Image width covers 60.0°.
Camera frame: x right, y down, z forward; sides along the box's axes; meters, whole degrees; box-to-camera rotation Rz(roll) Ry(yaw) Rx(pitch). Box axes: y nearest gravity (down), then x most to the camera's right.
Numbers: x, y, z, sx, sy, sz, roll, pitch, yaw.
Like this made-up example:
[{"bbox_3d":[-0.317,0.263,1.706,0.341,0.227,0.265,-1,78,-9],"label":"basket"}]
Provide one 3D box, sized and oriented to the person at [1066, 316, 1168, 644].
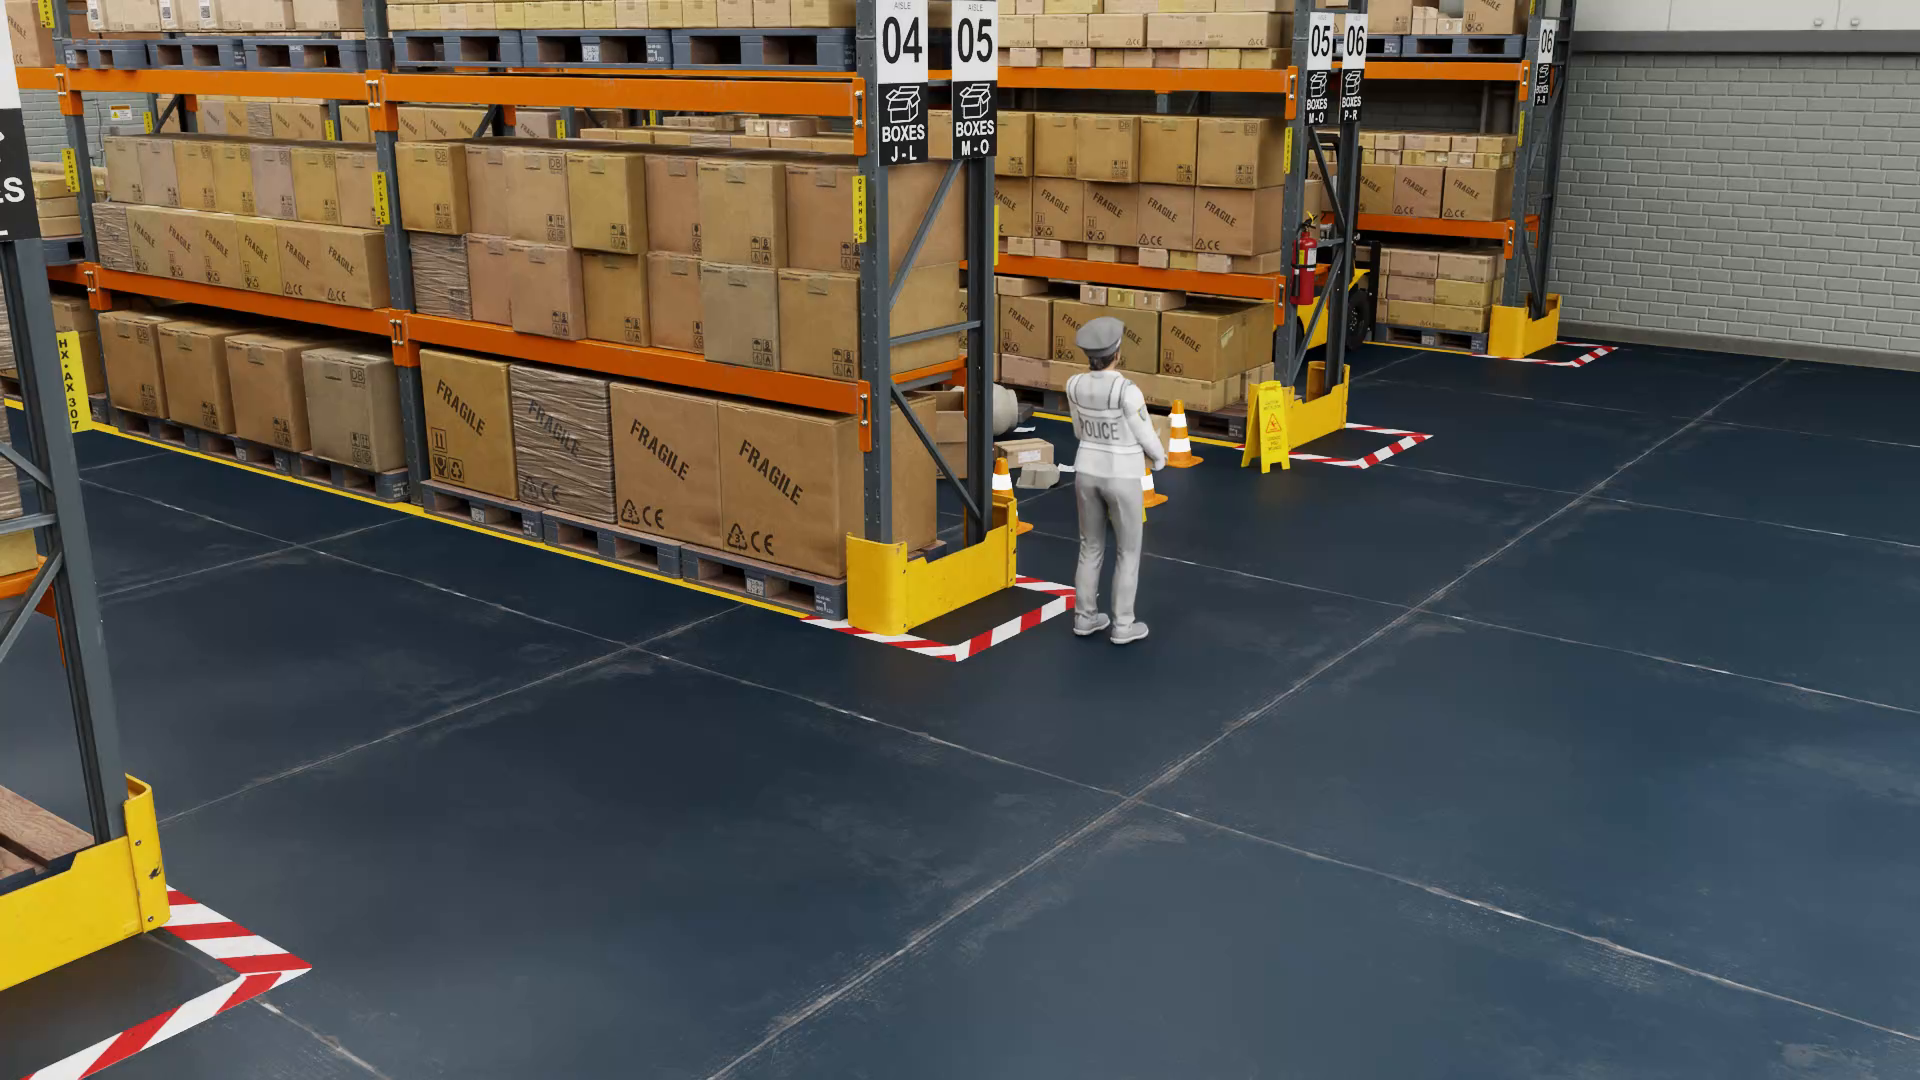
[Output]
[{"bbox_3d":[0.802,-0.321,8.563,0.461,1.687,0.562,12,20,35],"label":"person"}]
